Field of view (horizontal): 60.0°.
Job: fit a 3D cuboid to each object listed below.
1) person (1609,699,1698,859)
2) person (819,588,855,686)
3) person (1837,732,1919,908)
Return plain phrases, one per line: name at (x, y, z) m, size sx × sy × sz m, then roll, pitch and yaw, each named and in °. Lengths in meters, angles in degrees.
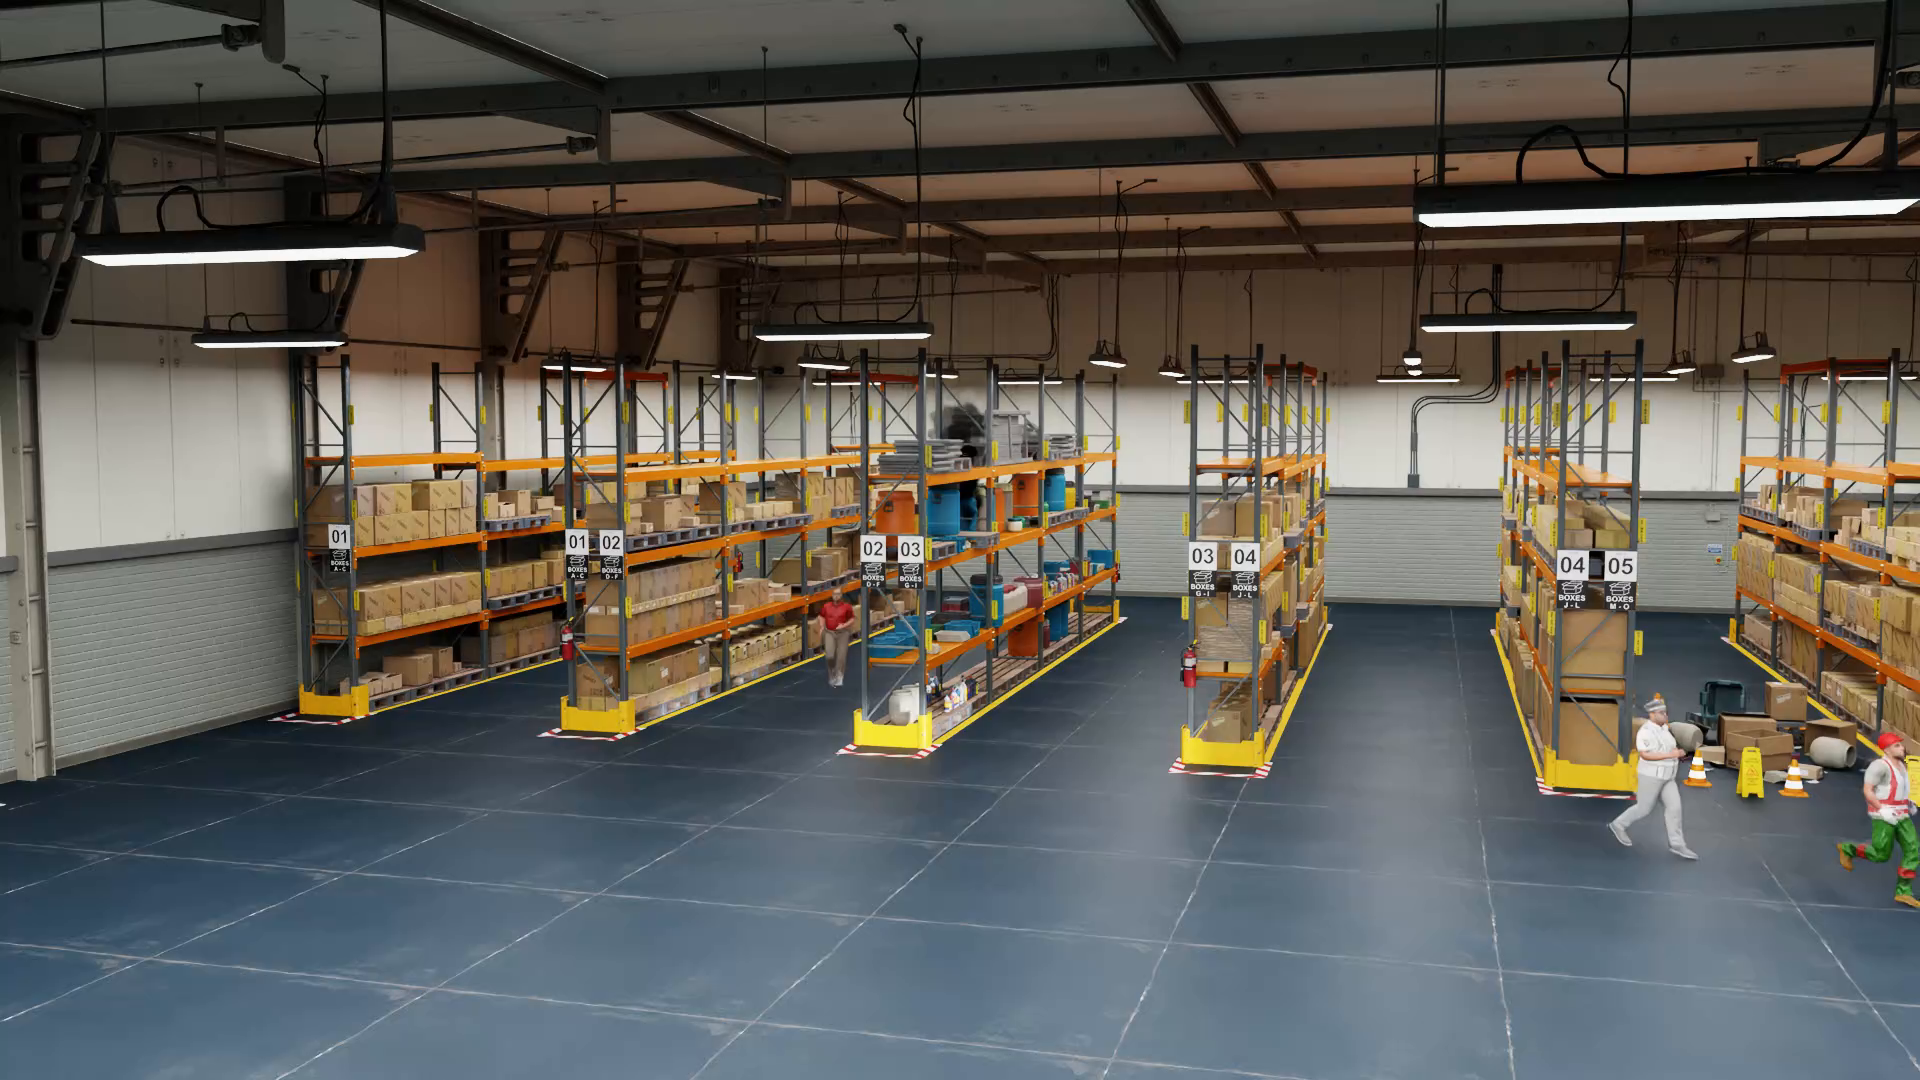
person at (7.916, 2.677, 18.911) m, size 0.661 × 1.767 × 0.987 m, roll -3°, pitch 5°, yaw -36°
person at (-2.157, 1.705, 28.918) m, size 0.651 × 1.724 × 0.602 m, roll 0°, pitch 4°, yaw 1°
person at (9.587, 2.860, 17.232) m, size 0.655 × 1.752 × 0.897 m, roll -2°, pitch 5°, yaw -27°
